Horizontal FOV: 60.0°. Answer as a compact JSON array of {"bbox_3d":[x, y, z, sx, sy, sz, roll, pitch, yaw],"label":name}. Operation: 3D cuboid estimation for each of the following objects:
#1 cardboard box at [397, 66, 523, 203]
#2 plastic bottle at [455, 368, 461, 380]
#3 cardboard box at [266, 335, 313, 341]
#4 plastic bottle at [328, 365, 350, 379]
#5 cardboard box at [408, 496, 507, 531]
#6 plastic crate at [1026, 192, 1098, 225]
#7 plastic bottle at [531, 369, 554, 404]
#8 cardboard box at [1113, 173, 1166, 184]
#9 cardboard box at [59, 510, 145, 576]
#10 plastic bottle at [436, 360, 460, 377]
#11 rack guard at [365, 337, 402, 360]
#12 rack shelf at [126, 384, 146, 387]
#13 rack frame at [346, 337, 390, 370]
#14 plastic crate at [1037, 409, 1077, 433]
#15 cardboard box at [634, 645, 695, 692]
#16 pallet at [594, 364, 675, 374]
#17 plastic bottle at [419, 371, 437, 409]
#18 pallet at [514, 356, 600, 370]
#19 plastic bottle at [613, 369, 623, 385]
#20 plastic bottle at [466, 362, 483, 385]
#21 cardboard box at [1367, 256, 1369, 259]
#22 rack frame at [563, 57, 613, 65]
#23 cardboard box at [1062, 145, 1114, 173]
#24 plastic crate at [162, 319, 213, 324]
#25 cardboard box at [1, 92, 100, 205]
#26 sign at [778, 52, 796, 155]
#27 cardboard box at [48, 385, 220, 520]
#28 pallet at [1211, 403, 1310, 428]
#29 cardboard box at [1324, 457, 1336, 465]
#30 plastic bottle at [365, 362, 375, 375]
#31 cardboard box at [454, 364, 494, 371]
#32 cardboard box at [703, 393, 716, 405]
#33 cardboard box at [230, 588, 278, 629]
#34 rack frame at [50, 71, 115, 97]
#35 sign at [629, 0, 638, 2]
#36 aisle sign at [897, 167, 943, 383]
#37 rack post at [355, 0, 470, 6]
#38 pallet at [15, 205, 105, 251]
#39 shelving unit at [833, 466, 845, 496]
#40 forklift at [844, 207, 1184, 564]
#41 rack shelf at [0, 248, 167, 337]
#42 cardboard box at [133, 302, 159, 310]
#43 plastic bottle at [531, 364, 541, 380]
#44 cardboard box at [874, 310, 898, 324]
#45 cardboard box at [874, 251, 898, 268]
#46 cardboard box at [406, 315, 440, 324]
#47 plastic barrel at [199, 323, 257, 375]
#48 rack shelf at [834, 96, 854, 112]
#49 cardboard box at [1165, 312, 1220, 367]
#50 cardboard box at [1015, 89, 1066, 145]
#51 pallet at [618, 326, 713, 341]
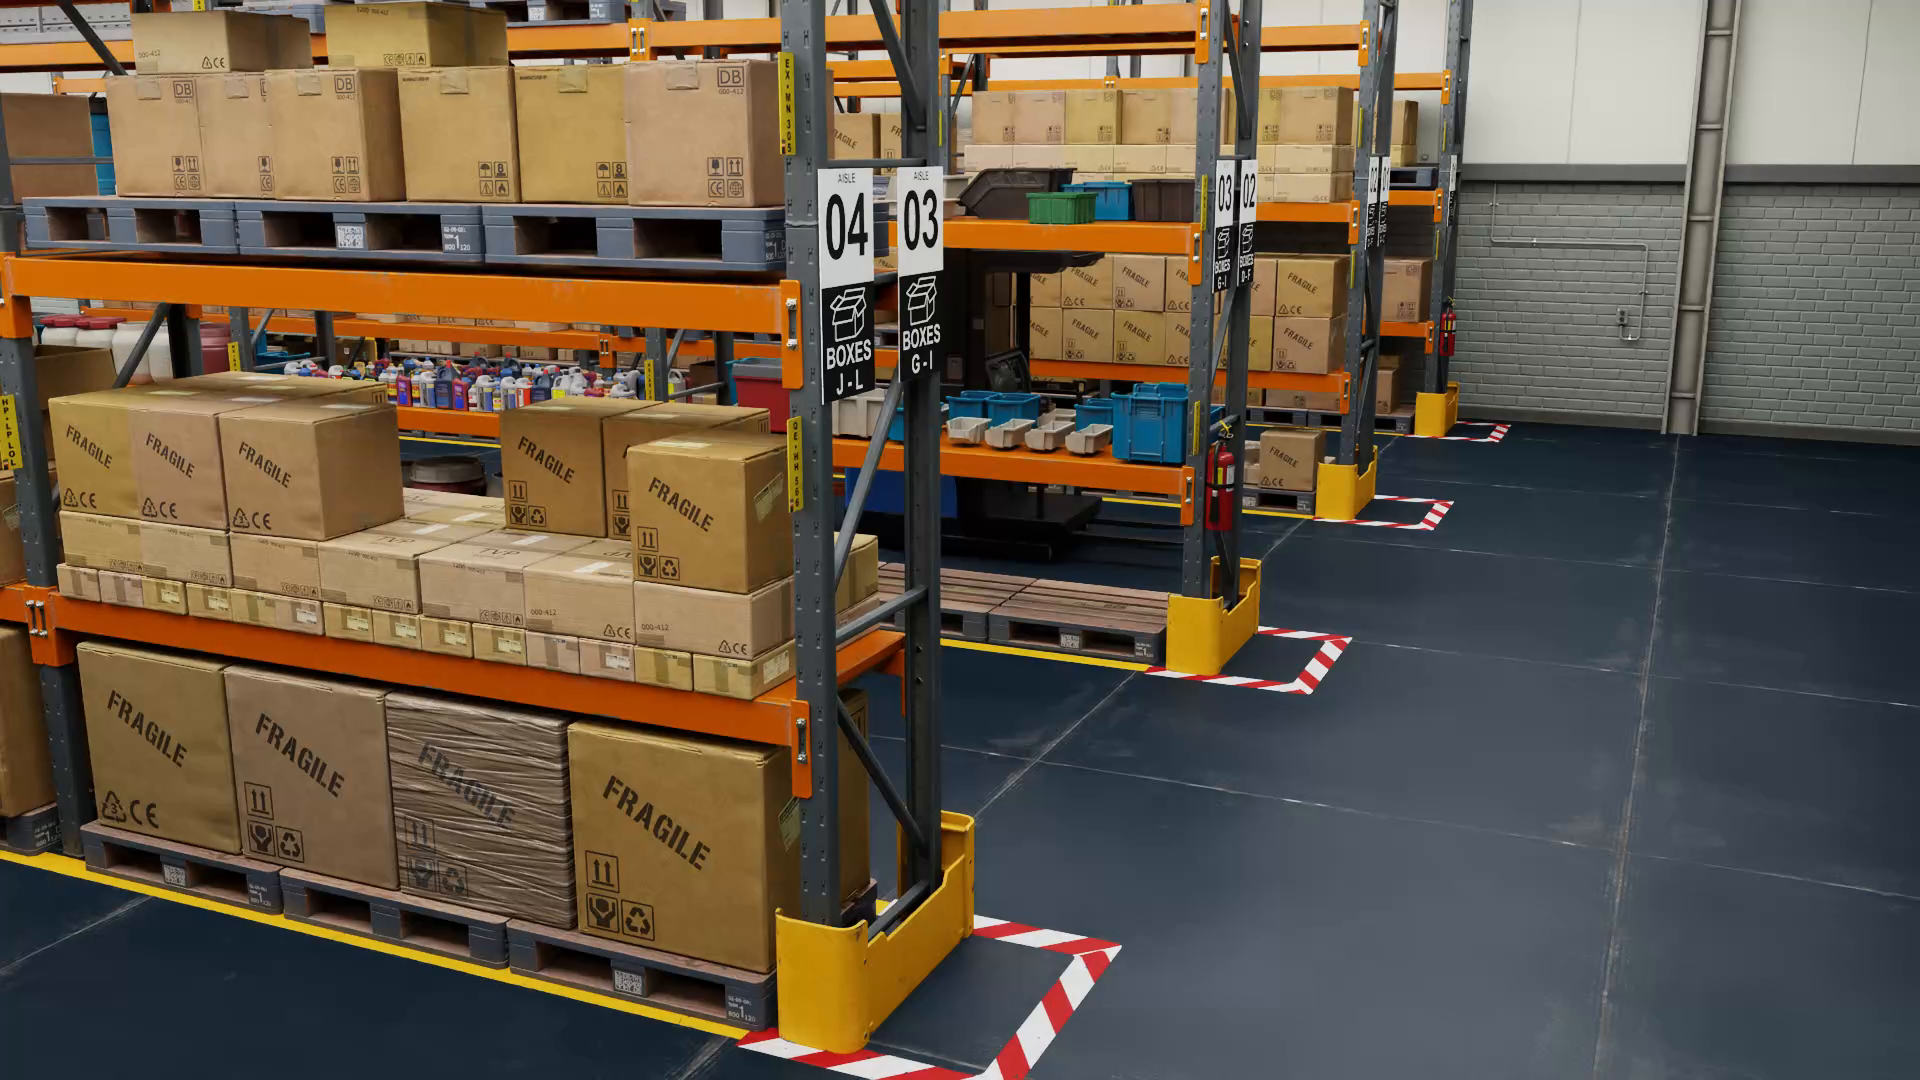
[{"bbox_3d":[-1.790,-1.607,6.616,0.500,0.500,0.700,5,14,19],"label":"cardboard box"},{"bbox_3d":[-4.168,-1.324,13.767,0.097,0.201,0.097,0,13,0],"label":"plastic bottle"},{"bbox_3d":[-8.502,-2.304,20.967,0.500,0.500,0.500,6,14,23],"label":"cardboard box"},{"bbox_3d":[-4.955,-1.257,13.319,0.135,0.276,0.152,6,14,23],"label":"plastic bottle"},{"bbox_3d":[-2.079,-0.007,7.397,0.500,0.250,0.500,5,14,22],"label":"cardboard box"},{"bbox_3d":[0.654,-2.117,10.607,0.336,0.188,0.450,6,14,23],"label":"plastic crate"},{"bbox_3d":[-3.128,-1.108,12.518,0.185,0.351,0.144,6,14,23],"label":"plastic bottle"},{"bbox_3d":[1.739,-3.284,15.445,0.500,0.250,0.500,6,14,23],"label":"cardboard box"},{"bbox_3d":[-3.669,-0.037,7.524,0.500,0.250,0.500,5,14,22],"label":"cardboard box"},{"bbox_3d":[-4.027,-1.237,13.068,0.185,0.351,0.144,6,14,23],"label":"plastic bottle"},{"bbox_3d":[-8.875,-3.054,26.174,0.348,0.500,1.175,6,14,23],"label":"rack guard"},{"bbox_3d":[-7.472,-1.303,14.816,4.000,0.370,1.077,6,14,23],"label":"rack shelf"},{"bbox_3d":[-7.291,-2.873,19.931,0.127,3.000,1.000,6,14,23],"label":"rack frame"},{"bbox_3d":[0.699,-0.830,11.672,0.298,0.136,0.250,6,14,23],"label":"plastic crate"},{"bbox_3d":[-1.032,0.441,6.359,0.250,0.149,0.380,6,14,24],"label":"cardboard box"},{"bbox_3d":[-4.575,-2.478,24.354,1.213,0.211,1.003,6,14,23],"label":"pallet"},{"bbox_3d":[-4.110,-1.172,12.955,0.135,0.276,0.152,6,14,23],"label":"plastic bottle"},{"bbox_3d":[-5.916,-2.605,24.893,1.213,0.211,1.003,6,14,23],"label":"pallet"},{"bbox_3d":[-2.684,-1.208,13.119,0.097,0.271,0.097,0,13,0],"label":"plastic bottle"},{"bbox_3d":[-3.945,-1.310,13.527,0.133,0.283,0.061,6,14,23],"label":"plastic bottle"},{"bbox_3d":[4.544,-3.053,20.044,0.700,0.700,0.980,6,14,23],"label":"cardboard box"},{"bbox_3d":[-5.288,-6.828,23.656,0.127,3.000,1.000,6,14,23],"label":"rack frame"},{"bbox_3d":[1.278,-3.572,15.577,0.500,0.250,0.500,6,14,23],"label":"cardboard box"},{"bbox_3d":[-6.997,-1.713,14.848,0.583,0.464,0.402,6,14,23],"label":"plastic crate"},{"bbox_3d":[-4.526,-1.829,7.777,0.500,0.500,0.700,6,15,25],"label":"cardboard box"},{"bbox_3d":[-0.567,-1.434,5.470,0.005,0.325,0.100,6,14,23],"label":"sign"},{"bbox_3d":[-3.658,-0.403,7.441,0.500,0.500,0.500,6,14,23],"label":"cardboard box"},{"bbox_3d":[3.810,-1.610,20.656,1.213,0.211,1.003,6,14,23],"label":"pallet"},{"bbox_3d":[3.437,-0.699,15.945,0.250,0.149,0.380,6,14,23],"label":"cardboard box"},{"bbox_3d":[-5.002,-1.409,14.127,0.097,0.201,0.097,0,13,0],"label":"plastic bottle"},{"bbox_3d":[-5.871,-1.940,19.830,0.500,0.311,0.500,6,14,23],"label":"cardboard box"},{"bbox_3d":[-2.396,-1.303,17.751,0.500,0.500,0.500,6,14,22],"label":"cardboard box"},{"bbox_3d":[-2.900,0.252,7.166,0.250,0.149,0.380,6,14,22],"label":"cardboard box"},{"bbox_3d":[-10.948,-6.163,20.823,0.127,3.000,1.000,6,14,23],"label":"rack frame"},{"bbox_3d":[-2.210,-3.802,11.218,0.005,0.325,0.100,6,14,23],"label":"sign"},{"bbox_3d":[-0.148,-1.015,6.324,0.004,0.787,0.394,6,14,23],"label":"aisle sign"},{"bbox_3d":[-3.888,-3.936,12.425,0.954,0.300,0.937,8,15,29],"label":"rack post"},{"bbox_3d":[-4.850,-1.505,7.956,1.217,0.209,0.805,5,14,21],"label":"pallet"},{"bbox_3d":[-1.077,-0.679,14.523,0.503,1.200,0.258,5,14,21],"label":"shelving unit"},{"bbox_3d":[0.584,-1.374,13.693,3.031,2.935,1.130,5,14,21],"label":"forklift"},{"bbox_3d":[-5.821,-1.359,8.488,4.000,0.370,1.077,6,14,23],"label":"rack shelf"},{"bbox_3d":[-10.044,-3.198,21.098,0.500,0.500,0.700,6,15,25],"label":"cardboard box"},{"bbox_3d":[-3.408,-1.281,13.431,0.097,0.271,0.097,0,13,0],"label":"plastic bottle"},{"bbox_3d":[-0.973,-2.526,17.317,0.500,0.500,0.700,8,16,32],"label":"cardboard box"},{"bbox_3d":[-0.815,-3.592,22.082,0.500,0.500,0.500,6,15,25],"label":"cardboard box"},{"bbox_3d":[-6.113,-2.798,19.394,0.500,0.500,0.500,7,15,27],"label":"cardboard box"},{"bbox_3d":[-6.190,-1.514,13.843,0.708,0.536,0.600,6,14,23],"label":"plastic barrel"},{"bbox_3d":[-3.459,-6.098,22.995,4.000,0.370,1.077,6,14,23],"label":"rack shelf"},{"bbox_3d":[2.232,-1.890,15.525,0.500,0.500,0.500,6,14,24],"label":"cardboard box"},{"bbox_3d":[0.884,-4.015,15.826,0.500,0.500,0.700,6,14,23],"label":"cardboard box"},{"bbox_3d":[-2.985,-2.361,18.170,1.003,0.211,1.213,6,14,23],"label":"pallet"}]
